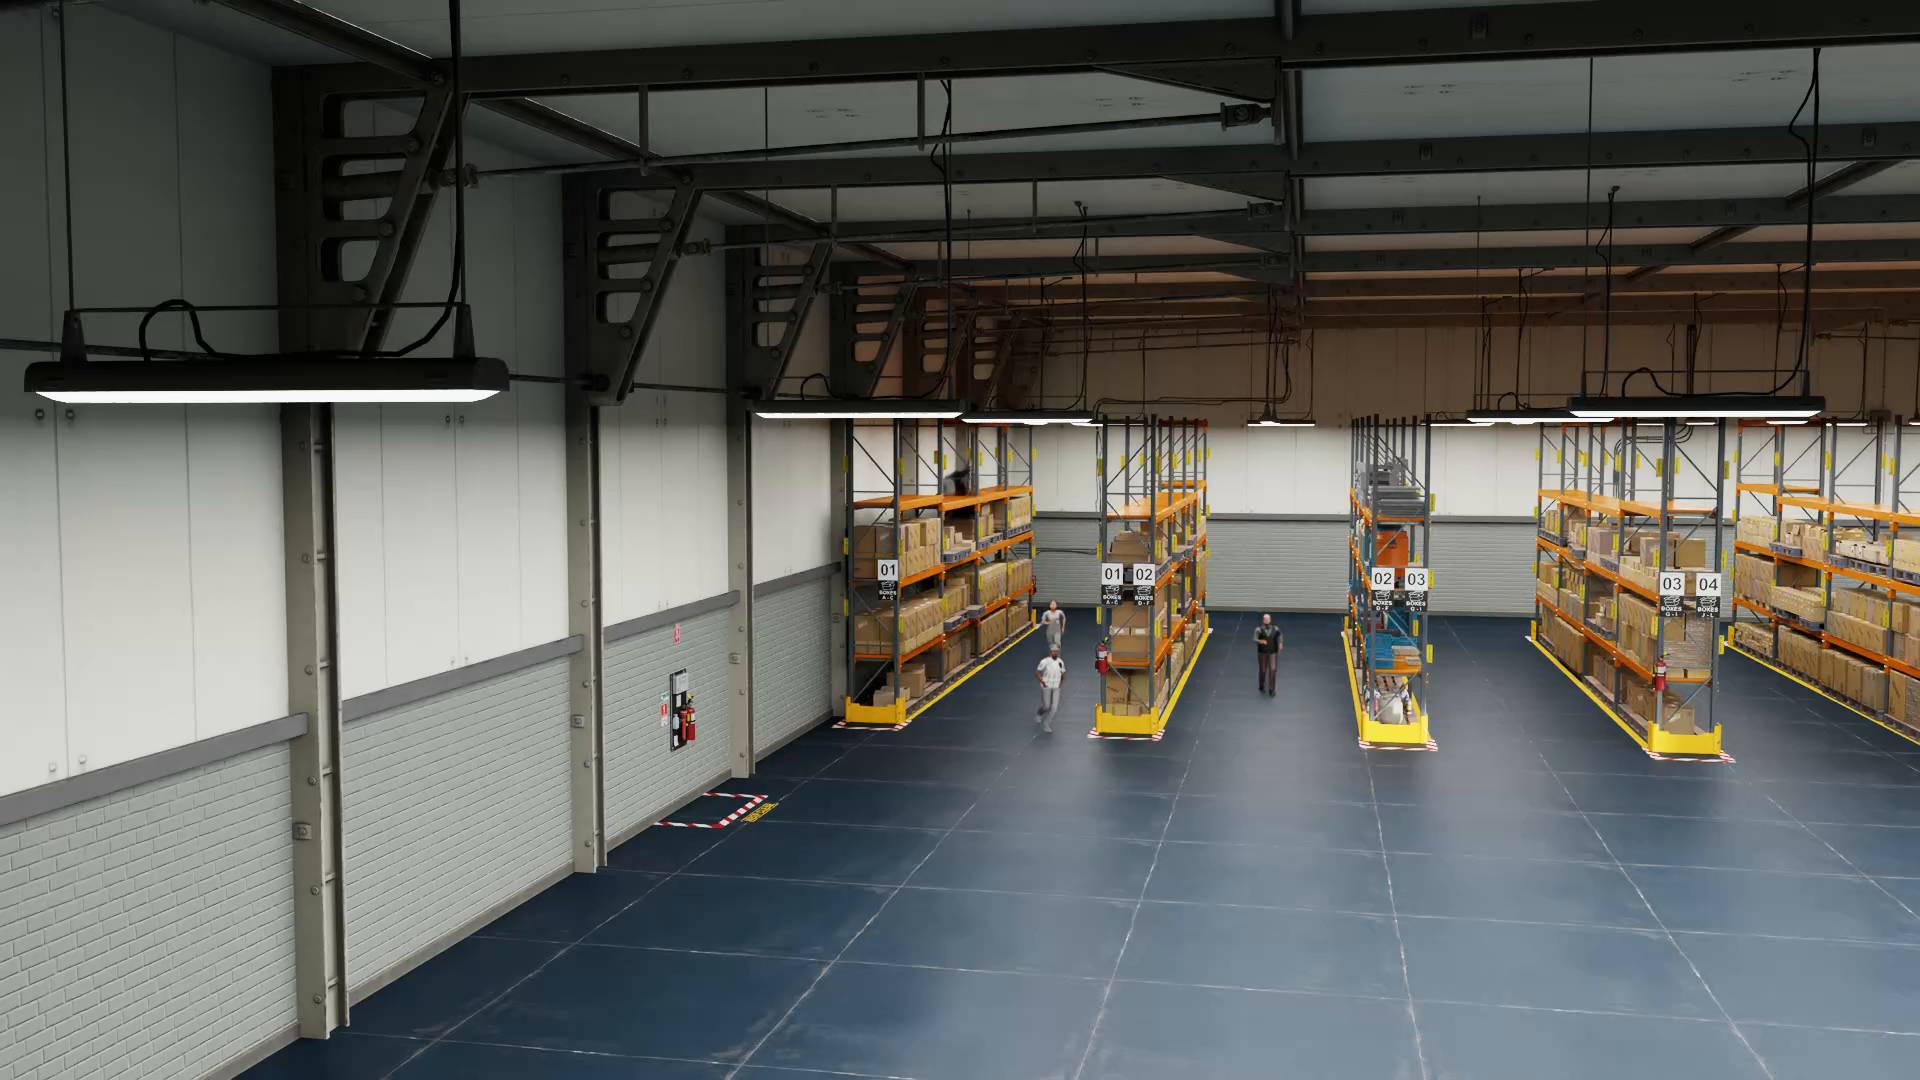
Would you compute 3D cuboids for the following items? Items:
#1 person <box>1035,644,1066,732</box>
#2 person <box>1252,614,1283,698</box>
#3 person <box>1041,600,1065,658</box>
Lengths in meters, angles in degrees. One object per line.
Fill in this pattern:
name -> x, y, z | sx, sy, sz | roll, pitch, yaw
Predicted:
person -> 1.734, 2.795, 31.730 | 0.600, 1.663, 0.544 | -1, 4, -16
person -> 6.636, 2.473, 35.869 | 0.661, 1.730, 0.953 | 0, 4, 5
person -> 2.199, 2.258, 39.308 | 0.566, 1.721, 0.831 | 0, 4, 3
